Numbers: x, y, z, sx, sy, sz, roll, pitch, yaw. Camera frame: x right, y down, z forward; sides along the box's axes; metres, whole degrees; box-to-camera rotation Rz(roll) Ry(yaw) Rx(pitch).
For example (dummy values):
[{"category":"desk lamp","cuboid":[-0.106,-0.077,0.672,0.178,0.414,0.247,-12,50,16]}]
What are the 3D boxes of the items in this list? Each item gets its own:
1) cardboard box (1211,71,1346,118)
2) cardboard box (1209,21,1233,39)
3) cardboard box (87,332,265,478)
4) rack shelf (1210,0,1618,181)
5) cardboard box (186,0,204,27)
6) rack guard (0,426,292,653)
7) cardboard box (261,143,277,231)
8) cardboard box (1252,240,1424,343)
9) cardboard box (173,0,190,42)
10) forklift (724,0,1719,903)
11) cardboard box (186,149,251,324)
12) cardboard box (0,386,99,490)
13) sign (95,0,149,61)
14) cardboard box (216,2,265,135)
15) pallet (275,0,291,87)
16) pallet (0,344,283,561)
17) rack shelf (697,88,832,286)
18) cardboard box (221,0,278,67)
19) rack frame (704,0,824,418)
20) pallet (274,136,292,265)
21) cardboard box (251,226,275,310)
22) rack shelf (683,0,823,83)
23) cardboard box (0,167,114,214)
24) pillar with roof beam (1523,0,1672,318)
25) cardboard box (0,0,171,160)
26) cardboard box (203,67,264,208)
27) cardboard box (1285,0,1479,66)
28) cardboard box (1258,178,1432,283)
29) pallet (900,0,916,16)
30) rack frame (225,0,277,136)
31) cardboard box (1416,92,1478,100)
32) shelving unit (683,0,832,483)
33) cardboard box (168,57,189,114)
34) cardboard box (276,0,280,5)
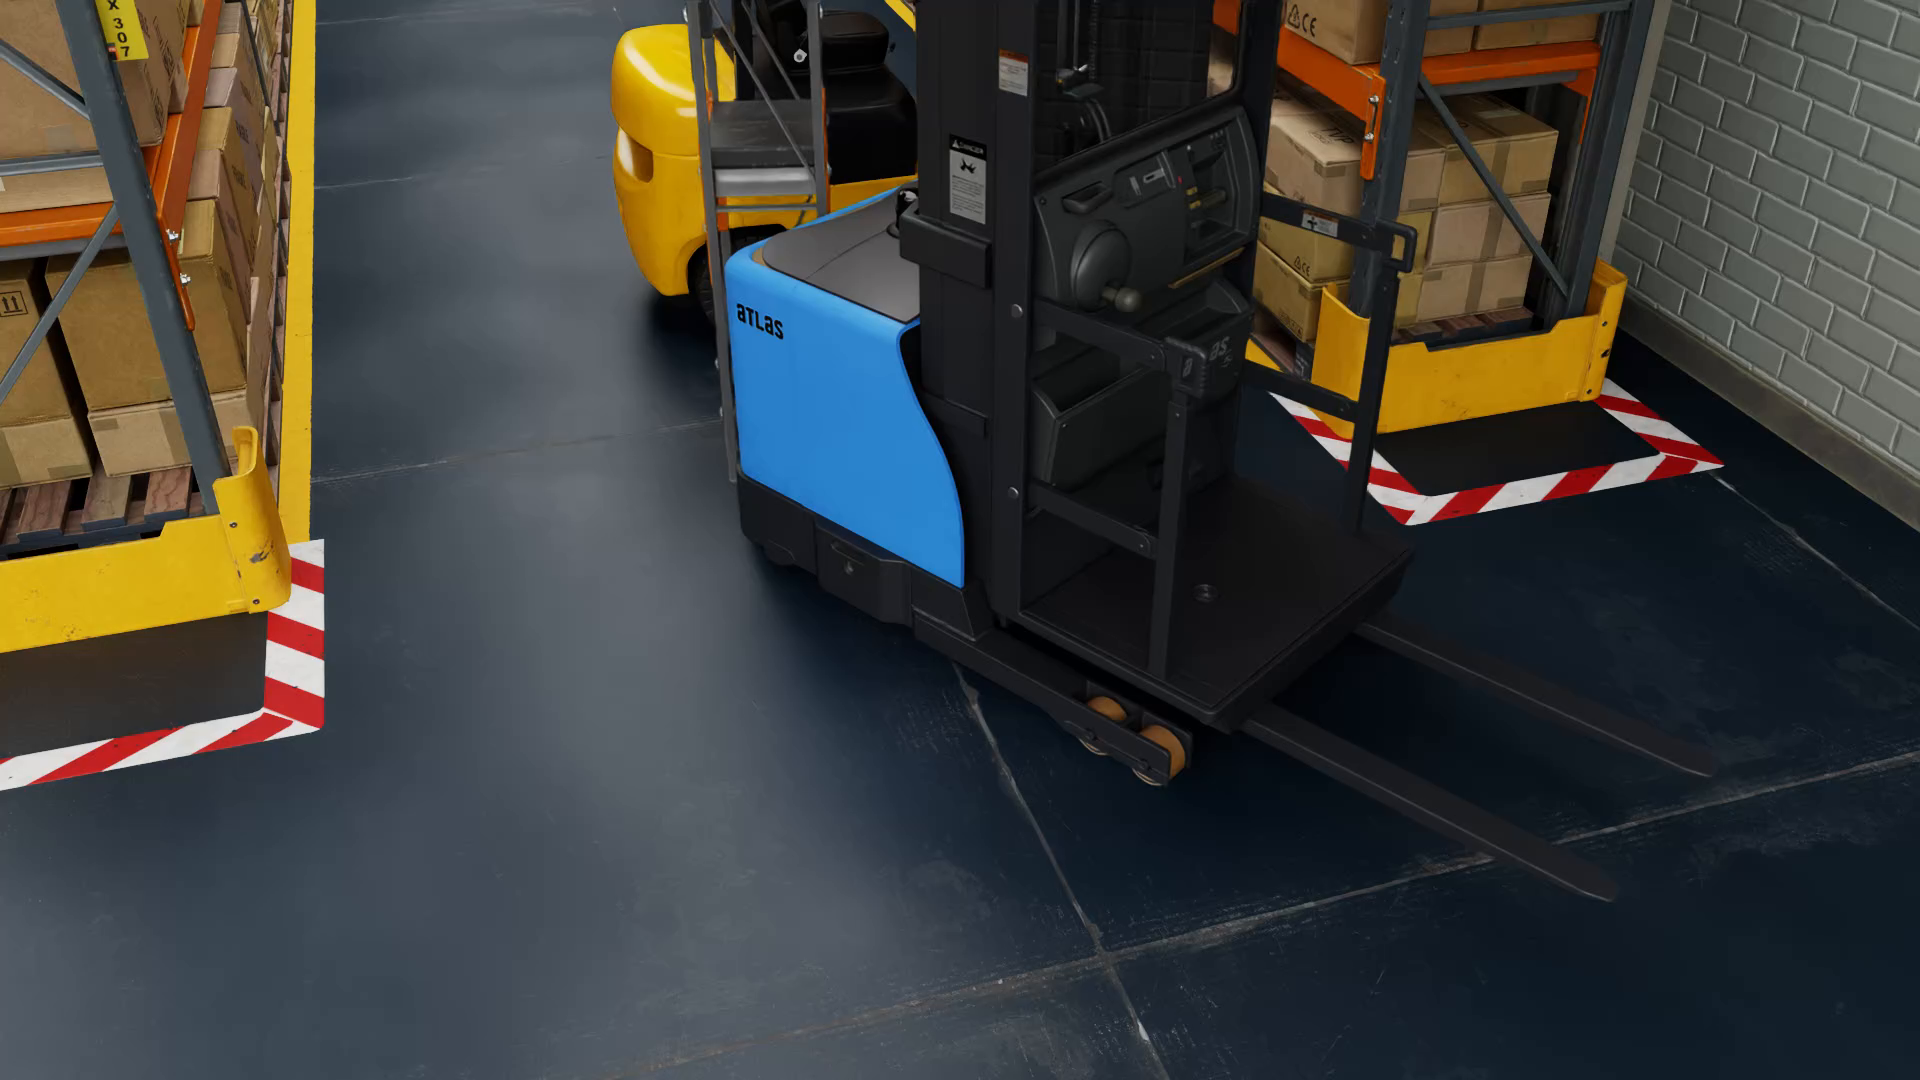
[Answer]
[{"category":"cardboard box","cuboid":[1.356,-1.725,6.846,0.500,0.250,0.500,-9,35,-14]},{"category":"cardboard box","cuboid":[1.046,-2.256,7.649,0.500,0.250,0.500,-11,35,-16]},{"category":"cardboard box","cuboid":[-2.753,-0.485,5.876,0.500,0.250,0.500,-10,35,-15]},{"category":"rack shelf","cuboid":[1.345,-2.573,7.576,1.077,0.370,4.000,-10,35,-15]},{"category":"cardboard box","cuboid":[-3.127,-2.063,6.380,0.380,0.149,0.250,-10,35,-14]},{"category":"rack guard","cuboid":[-2.794,0.016,5.272,1.175,0.500,0.348,-10,35,-15]},{"category":"cardboard box","cuboid":[-3.383,-1.572,7.521,0.500,0.250,0.500,-11,35,-16]},{"category":"cardboard box","cuboid":[1.511,-1.045,6.724,0.500,0.250,0.500,-10,35,-14]},{"category":"cardboard box","cuboid":[-2.969,-1.987,5.675,0.500,0.500,0.500,-11,35,-16]},{"category":"forklift","cuboid":[0.681,-0.859,4.391,3.031,2.935,1.130,27,42,34]},{"category":"cardboard box","cuboid":[-2.925,-1.084,6.102,0.500,0.500,0.500,-11,35,-17]},{"category":"cardboard box","cuboid":[-3.281,-0.407,5.758,0.500,0.250,0.500,-10,35,-15]},{"category":"sign","cuboid":[-2.254,-1.439,4.422,0.100,0.325,0.005,-10,35,-15]},{"category":"cardboard box","cuboid":[-3.555,-2.162,7.734,0.500,0.500,0.500,-10,35,-15]},{"category":"pallet","cuboid":[-4.606,-2.974,10.059,1.003,0.211,1.213,-10,35,-15]},{"category":"pallet","cuboid":[-3.008,-0.296,6.006,1.003,0.211,1.213,-10,35,-15]},{"category":"rack shelf","cuboid":[-0.657,-1.217,5.711,0.431,0.518,0.480,-2,34,-3]},{"category":"cardboard box","cuboid":[-4.376,-2.818,9.296,0.950,0.372,0.625,-8,34,-12]},{"category":"rack frame","cuboid":[-0.673,-1.362,5.907,0.400,2.100,0.015,-2,34,-3]},{"category":"pallet","cuboid":[-3.752,-1.577,7.945,1.003,0.211,1.213,-10,35,-15]},{"category":"cardboard box","cuboid":[-3.080,-1.038,6.714,0.500,0.250,0.500,-8,34,-12]},{"category":"rack shelf","cuboid":[-0.657,-1.801,5.325,0.431,0.518,0.480,-2,34,-3]},{"category":"cardboard box","cuboid":[-2.677,-1.095,4.914,0.380,0.149,0.250,-10,35,-15]},{"category":"pillar with roof beam","cuboid":[-1.499,-4.120,3.822,9.100,9.000,0.400,-10,35,-15]},{"category":"cardboard box","cuboid":[-2.651,-1.448,4.860,0.500,0.500,0.500,-11,35,-15]},{"category":"cardboard box","cuboid":[-3.241,-1.628,6.926,0.500,0.500,0.500,-8,34,-12]},{"category":"cardboard box","cuboid":[1.555,-2.079,6.085,0.500,0.500,0.500,-11,35,-16]},{"category":"cardboard box","cuboid":[1.509,-1.263,6.600,0.500,0.250,0.500,-10,35,-15]},{"category":"pallet","cuboid":[0.097,-3.782,11.282,1.003,0.211,1.213,-10,35,-15]},{"category":"rack frame","cuboid":[-3.991,-3.087,7.701,1.000,3.000,0.127,-10,35,-15]},{"category":"cardboard box","cuboid":[1.833,-1.815,6.981,0.500,0.250,0.500,-10,35,-15]},{"category":"shelving unit","cuboid":[-0.657,-1.228,5.704,0.431,2.100,0.503,-2,34,-3]},{"category":"cardboard box","cuboid":[-2.805,-1.519,5.556,0.380,0.149,0.250,-9,35,-14]},{"category":"cardboard box","cuboid":[-4.815,-3.582,10.452,0.950,0.372,0.625,-11,35,-16]}]
